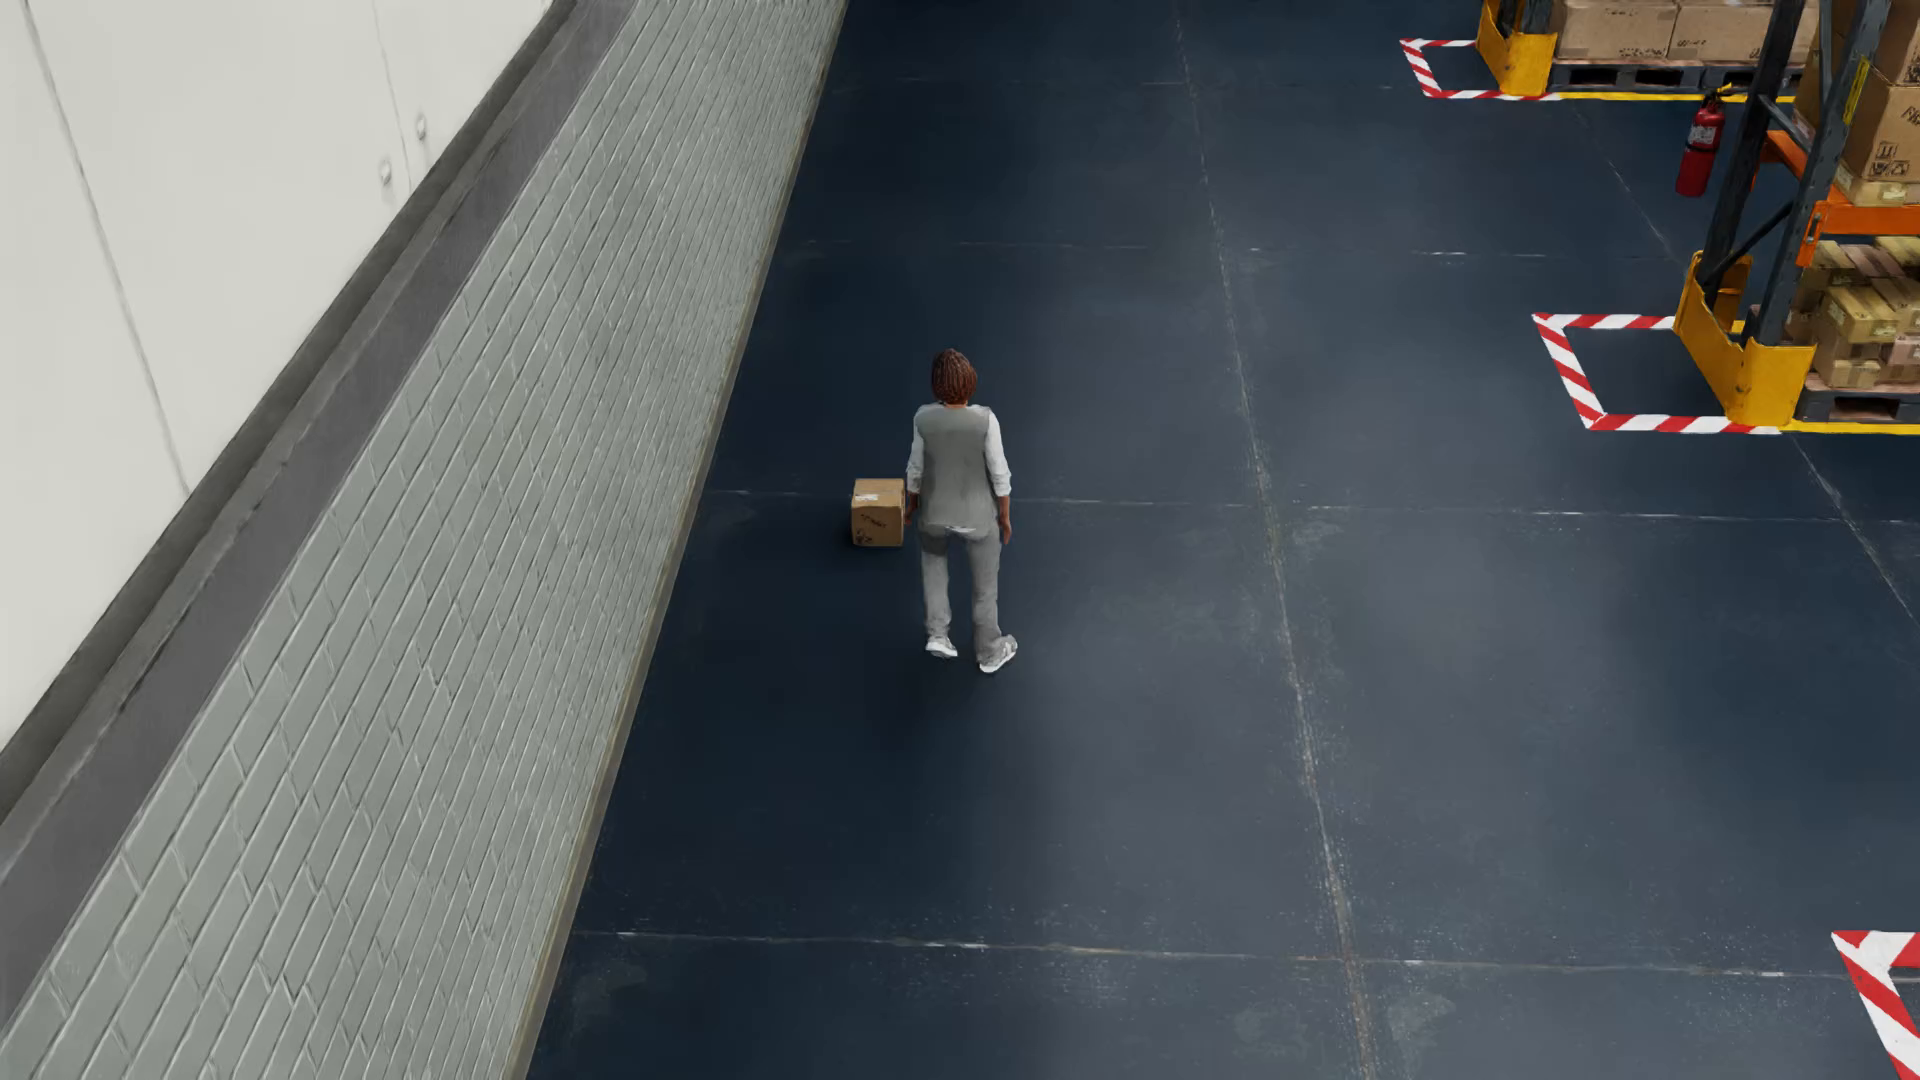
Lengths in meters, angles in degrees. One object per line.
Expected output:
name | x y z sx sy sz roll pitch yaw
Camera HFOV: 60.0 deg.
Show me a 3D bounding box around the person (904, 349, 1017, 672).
person | -0.014 -0.076 7.202 0.510 1.586 0.457 7 37 9
